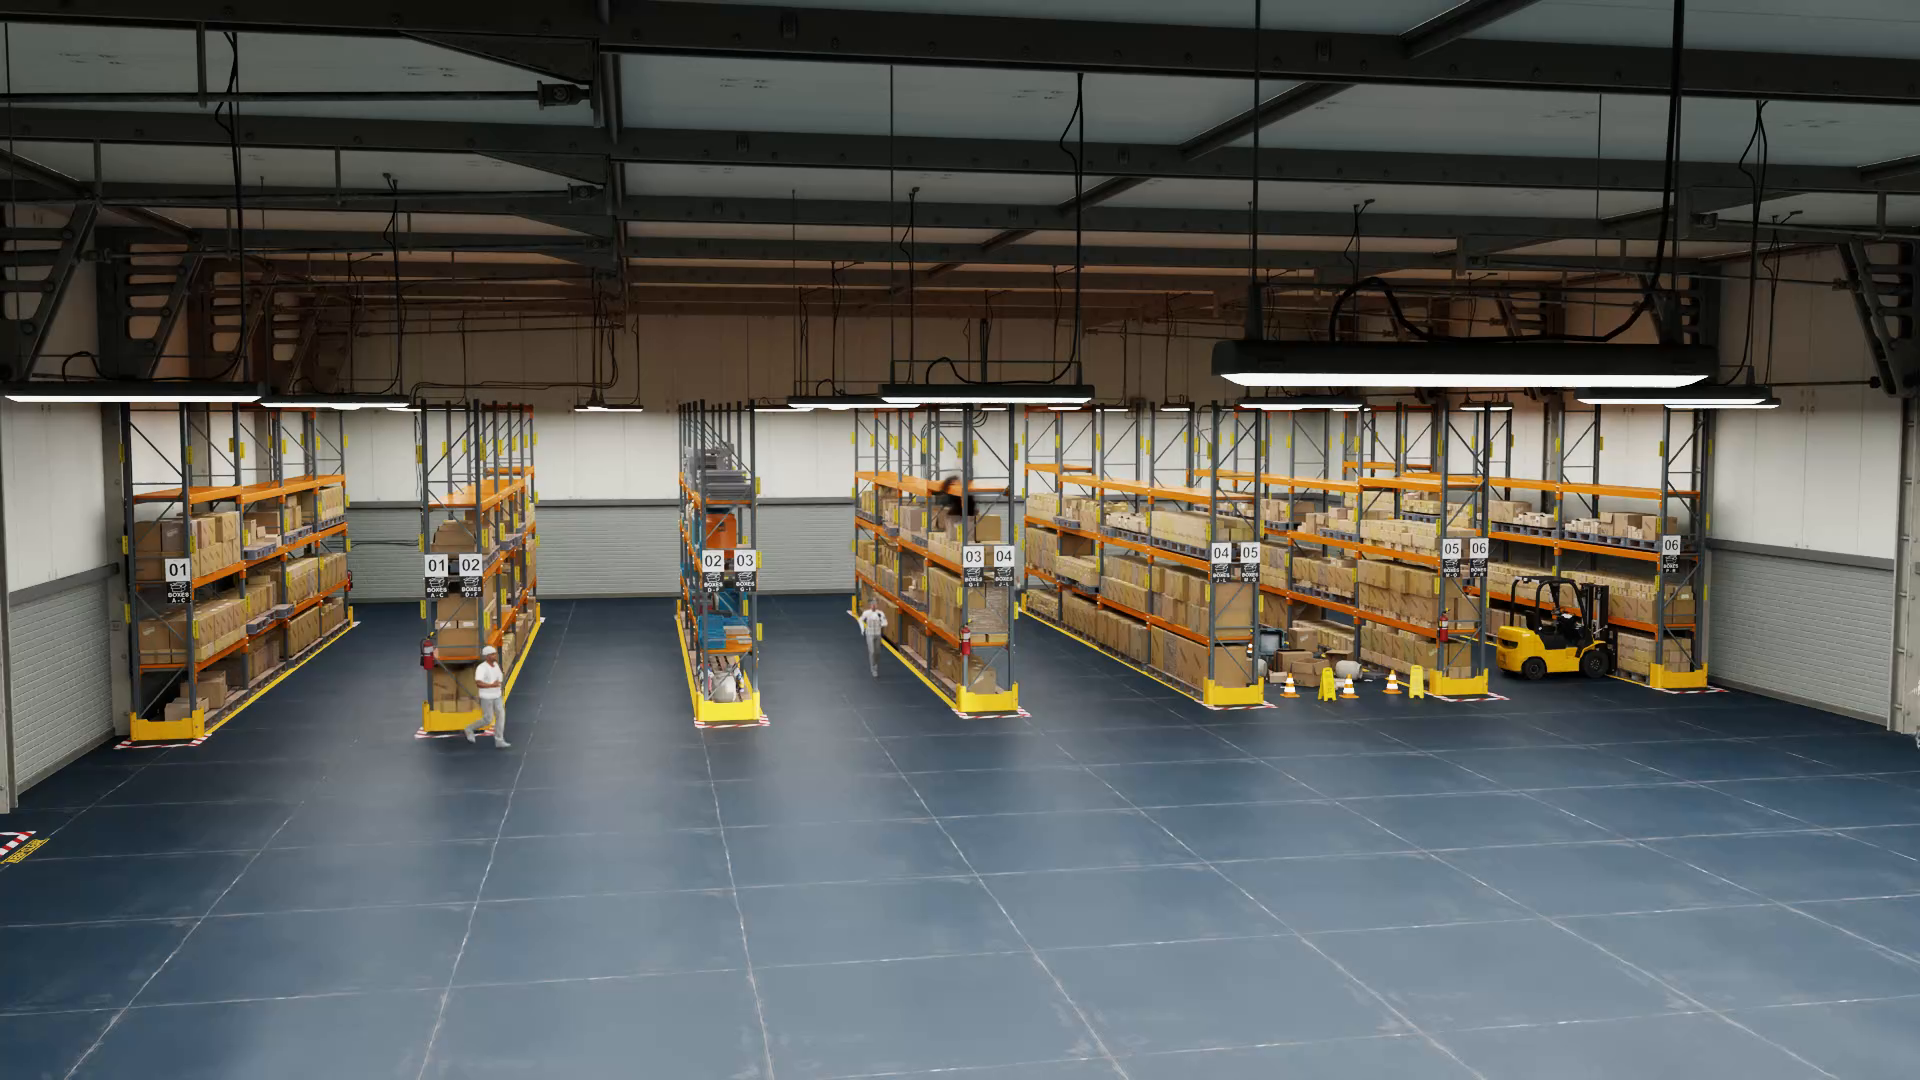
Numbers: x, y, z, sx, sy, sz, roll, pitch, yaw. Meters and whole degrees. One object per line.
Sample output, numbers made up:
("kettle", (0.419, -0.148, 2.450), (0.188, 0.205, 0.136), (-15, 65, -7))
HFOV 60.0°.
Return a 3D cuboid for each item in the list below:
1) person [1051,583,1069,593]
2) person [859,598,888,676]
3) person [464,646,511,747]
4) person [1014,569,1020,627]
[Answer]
("person", (3.078, 1.161, 50.151), (0.767, 1.605, 0.602), (-1, 4, -10))
("person", (-1.889, 2.101, 36.546), (0.611, 1.676, 0.921), (-1, 4, -14))
("person", (-8.091, 2.688, 28.536), (0.878, 1.745, 0.709), (1, 5, 19))
("person", (1.307, 1.433, 45.191), (0.707, 1.859, 0.772), (-1, 4, -12))
